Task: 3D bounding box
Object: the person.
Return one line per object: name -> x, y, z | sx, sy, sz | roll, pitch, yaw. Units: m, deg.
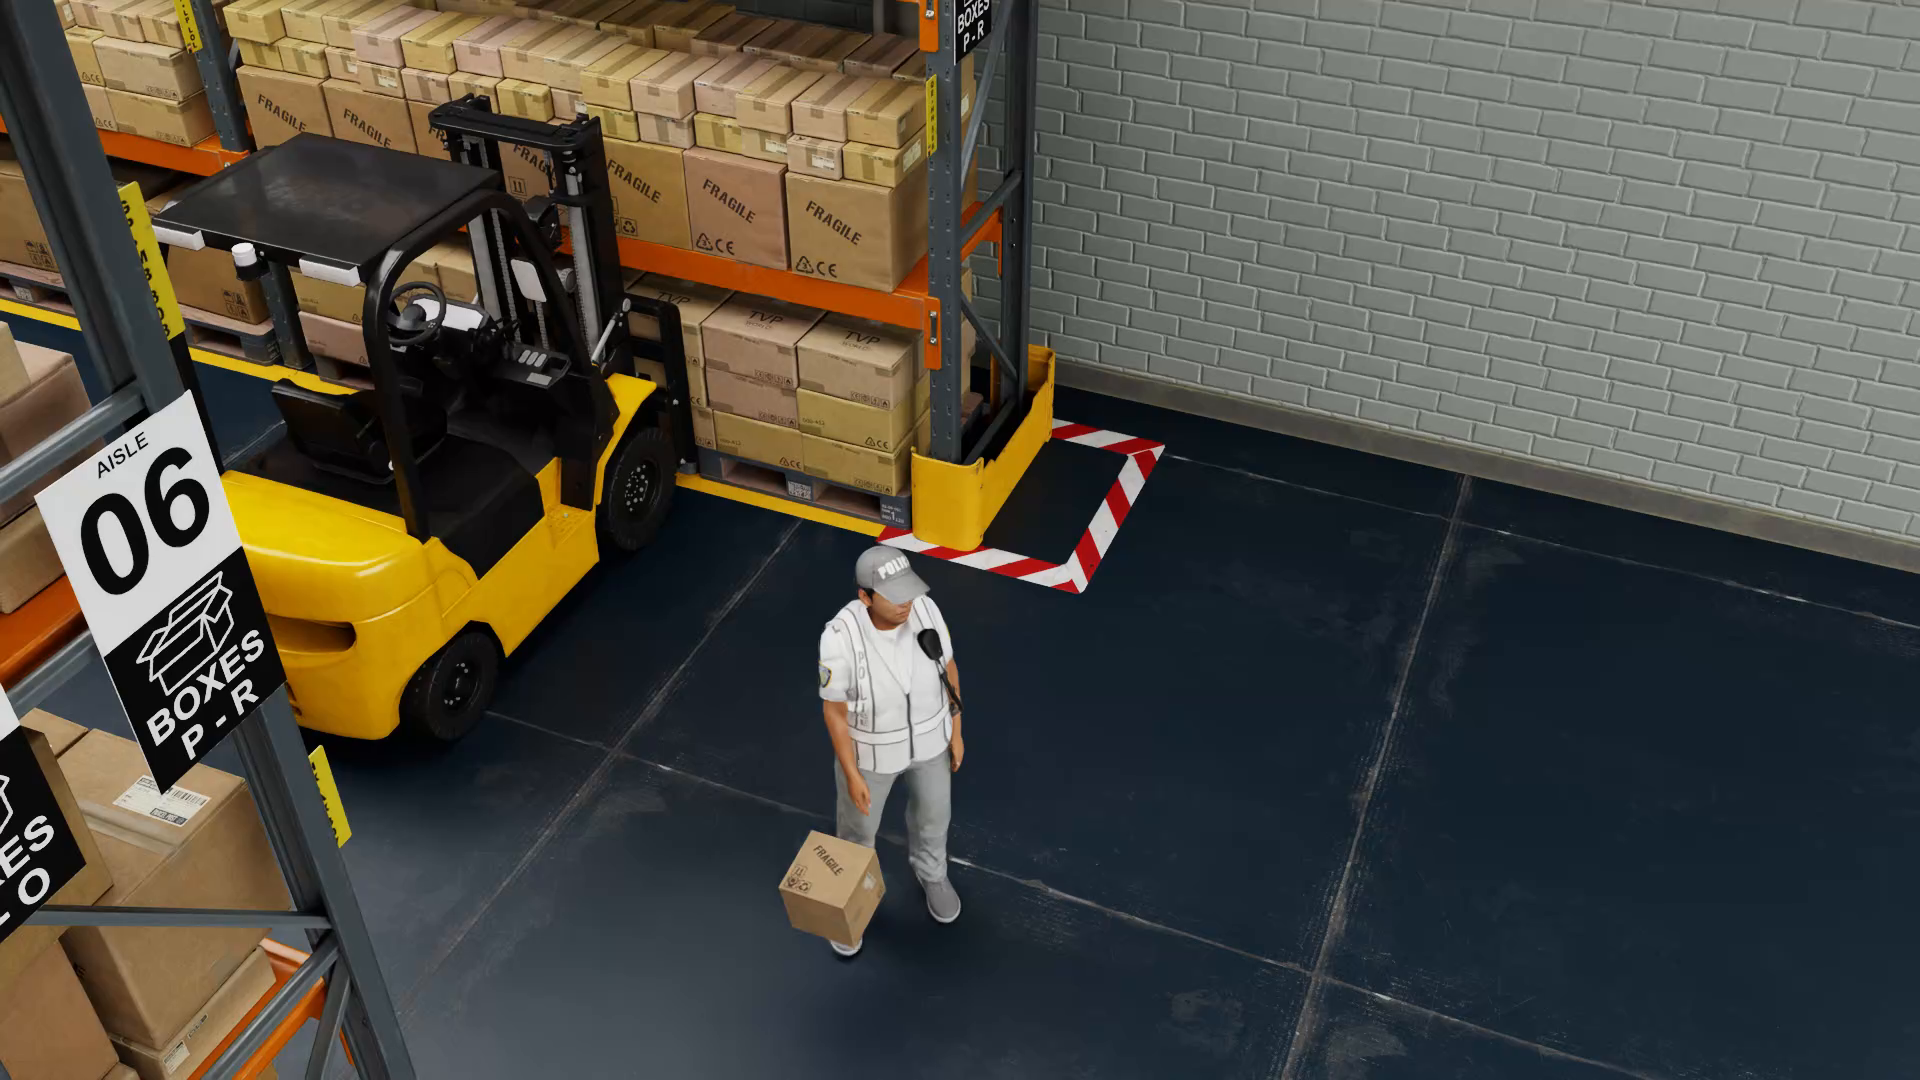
person -> -0.255, 0.784, 5.914 | 0.457, 1.375, 0.372 | -17, 41, -21
